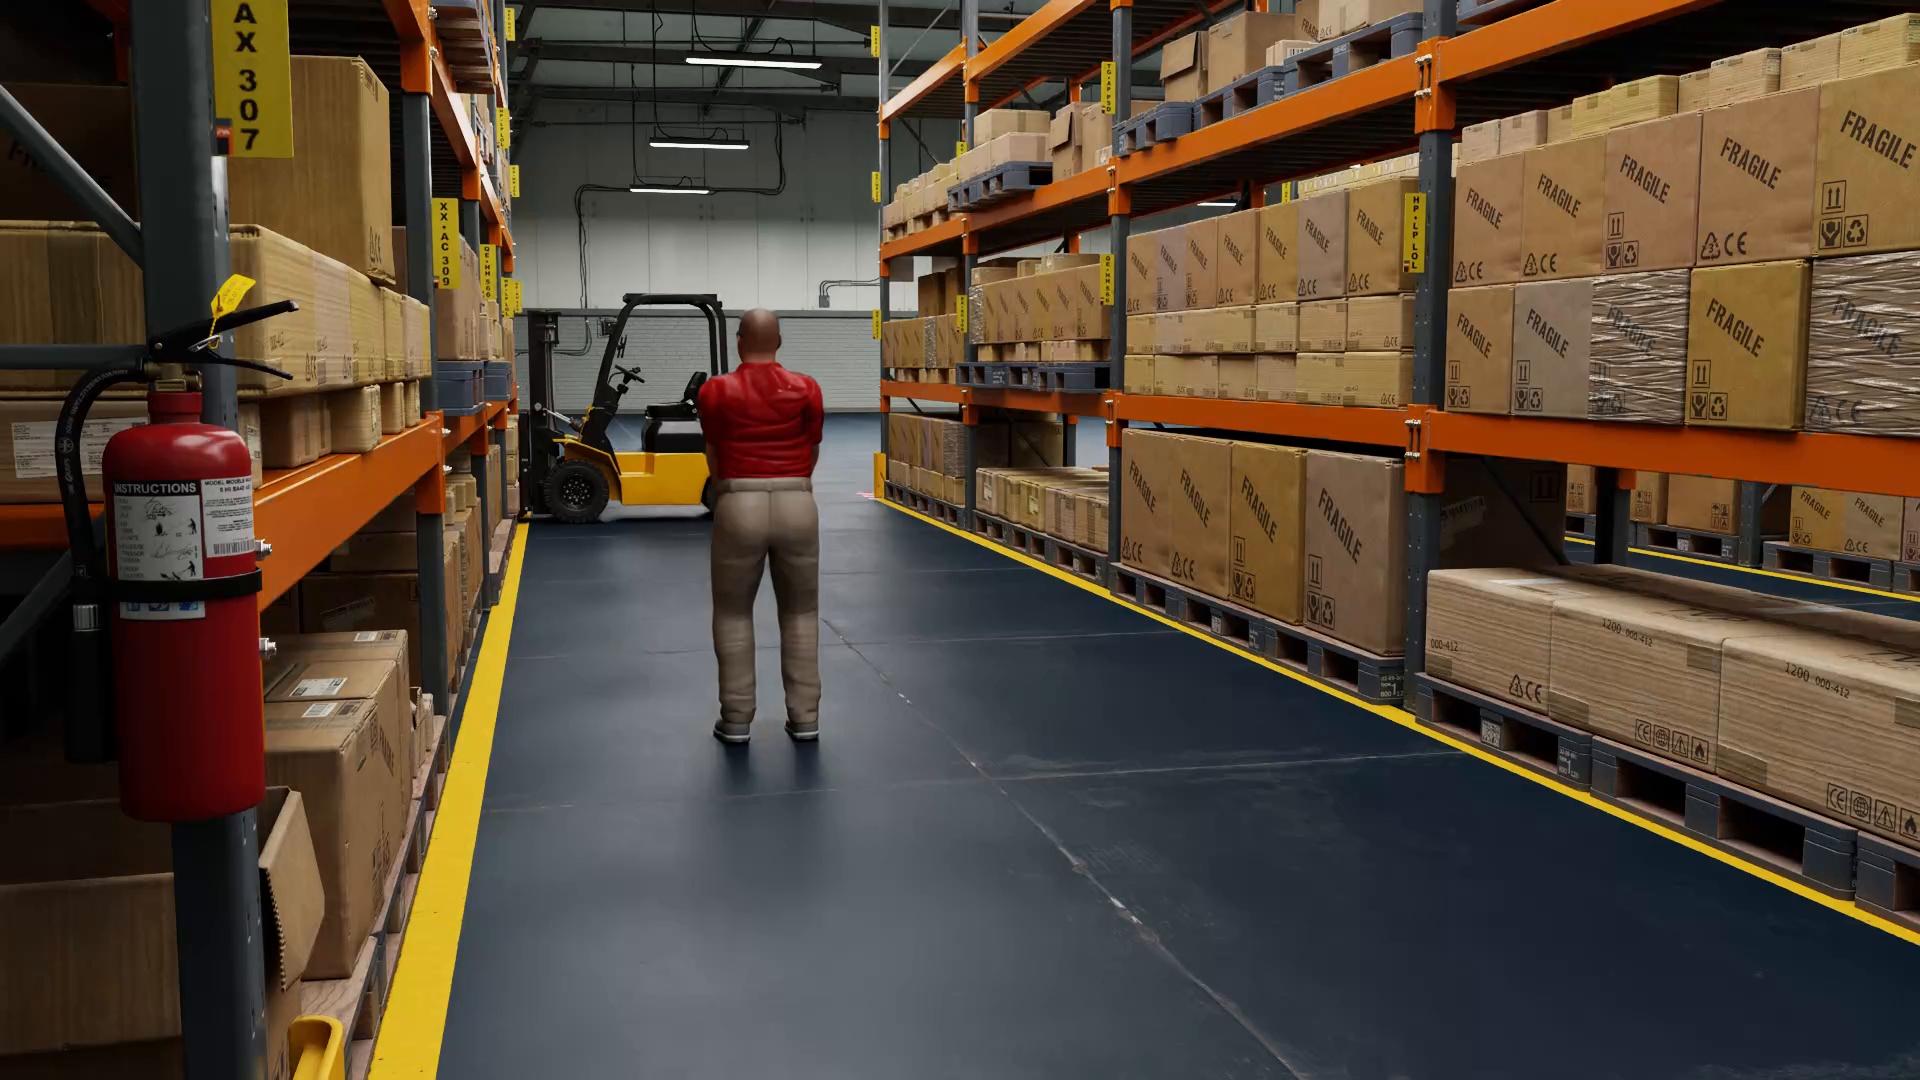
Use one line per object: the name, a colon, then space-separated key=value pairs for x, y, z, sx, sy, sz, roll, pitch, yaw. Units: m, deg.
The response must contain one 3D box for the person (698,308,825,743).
person: x=-0.807 y=-0.065 z=6.700 sx=0.494 sy=1.715 sz=0.537 roll=-1 pitch=6 yaw=-13
